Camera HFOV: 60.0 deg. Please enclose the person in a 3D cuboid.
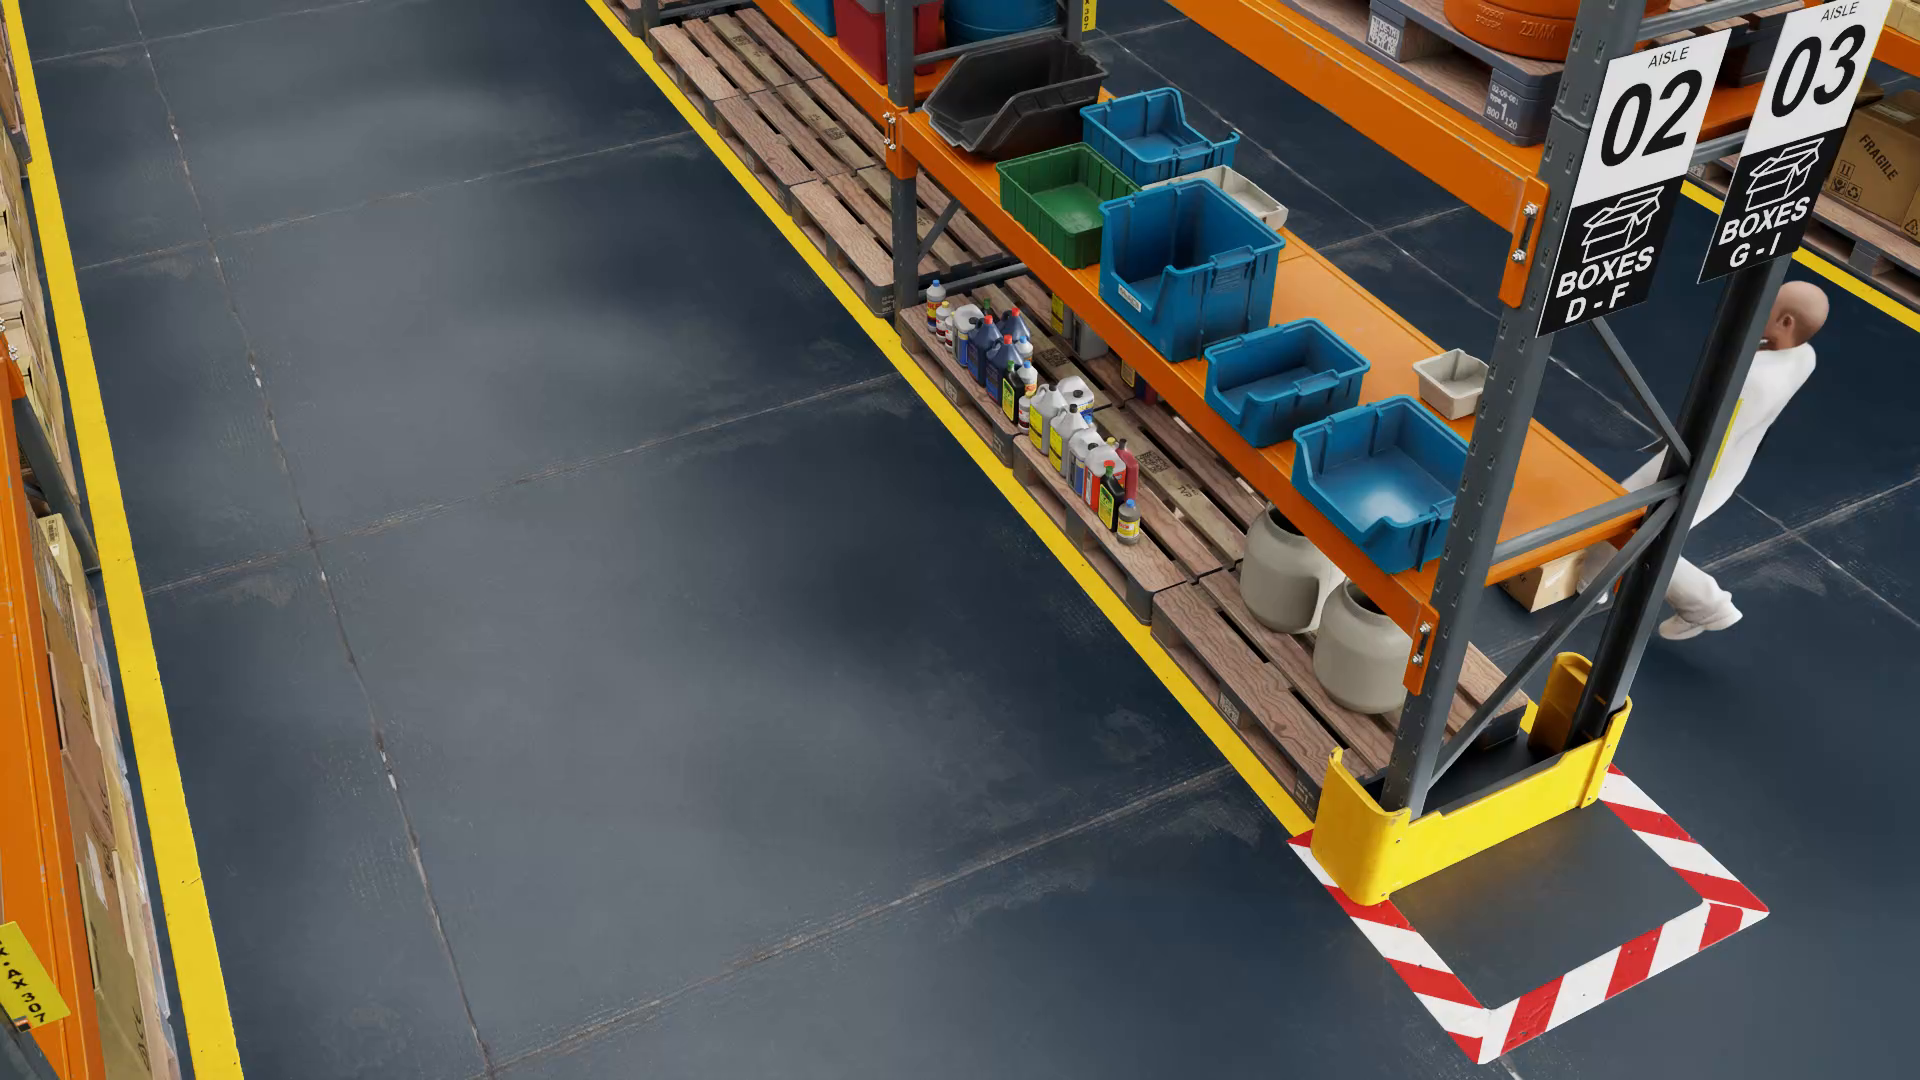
[{"bbox_3d":[2.846,-0.325,6.598,0.907,1.708,0.653,30,49,30],"label":"person"}]
